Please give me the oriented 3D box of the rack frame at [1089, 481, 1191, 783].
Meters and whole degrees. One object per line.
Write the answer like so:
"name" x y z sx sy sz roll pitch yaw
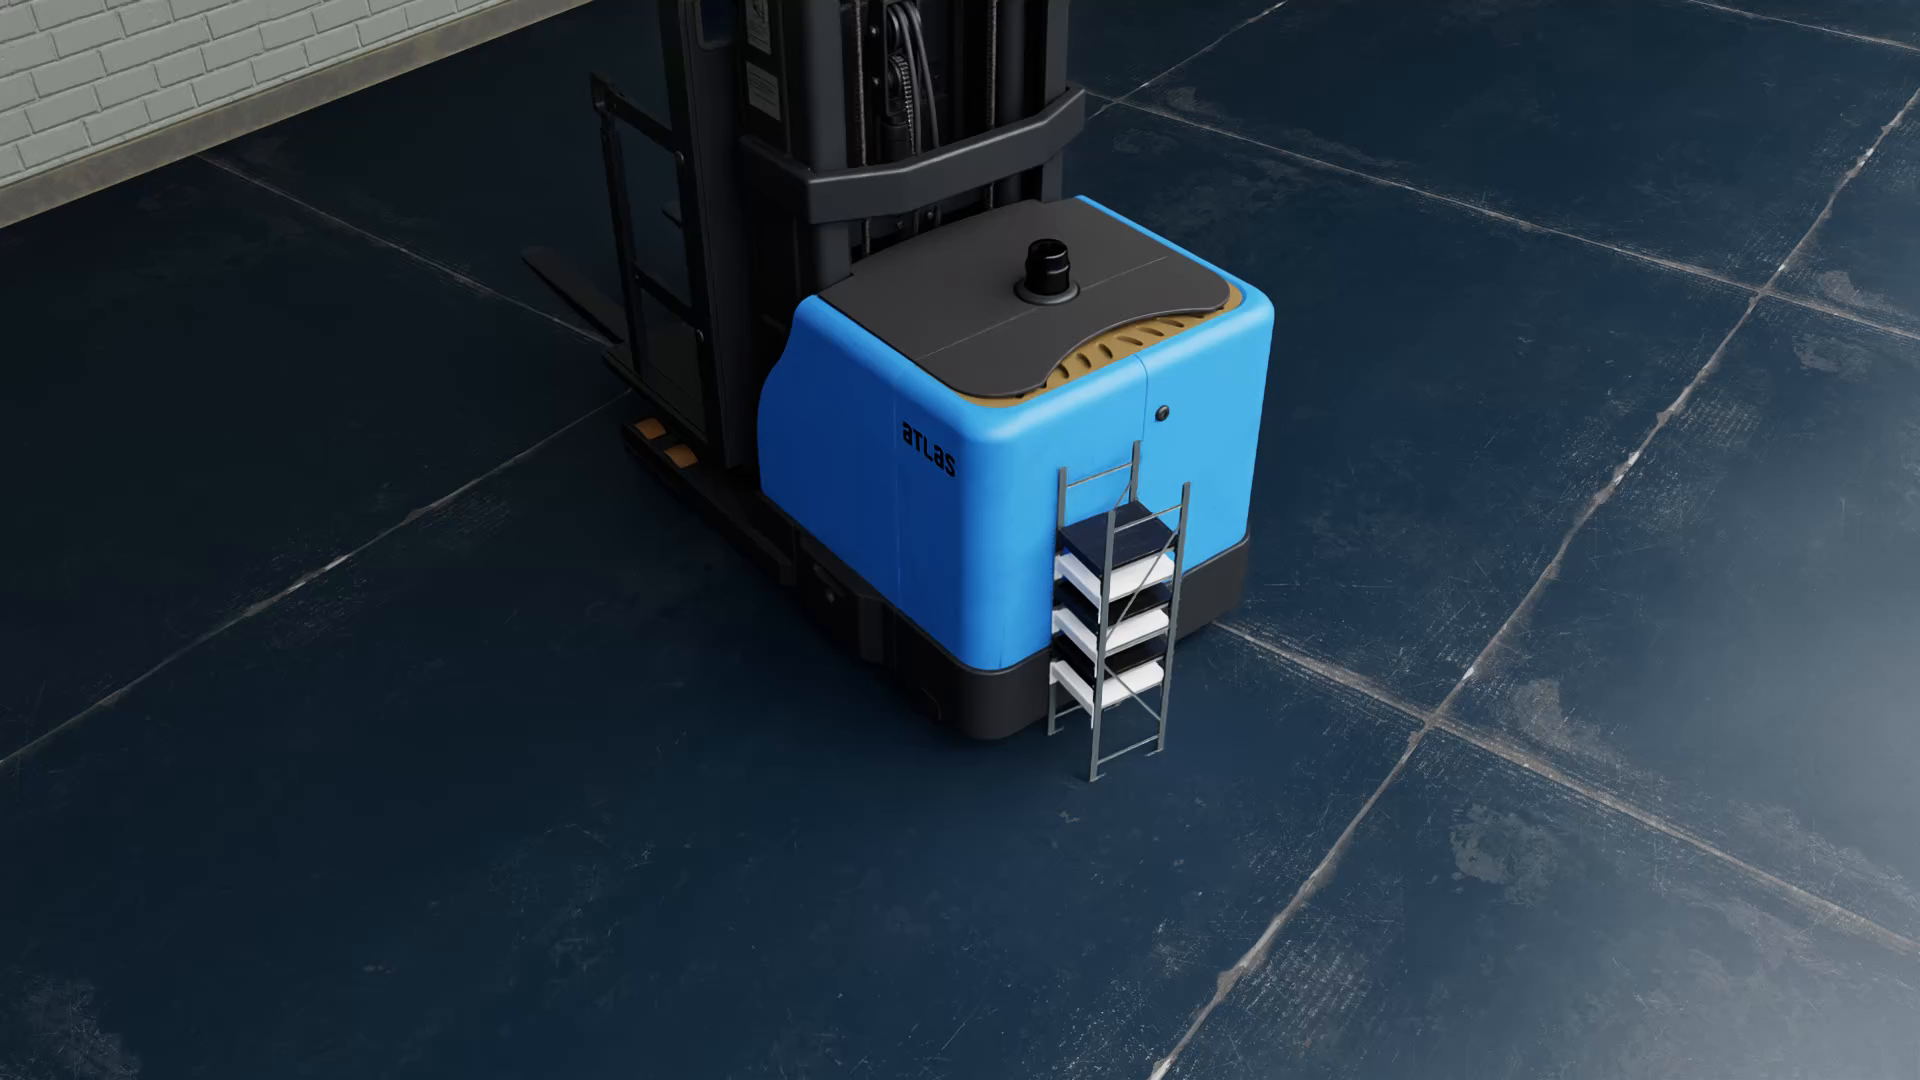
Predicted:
"rack frame" 0.447 0.253 4.197 0.240 0.900 0.006 -20 42 -24

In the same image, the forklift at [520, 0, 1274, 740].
"forklift" -0.467 -1.468 4.748 1.130 2.935 3.031 -26 45 -29

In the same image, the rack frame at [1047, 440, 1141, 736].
"rack frame" 0.343 0.145 4.334 0.240 0.900 0.006 -20 42 -24

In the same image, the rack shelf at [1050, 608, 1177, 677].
"rack shelf" 0.395 0.225 4.286 0.258 0.077 0.200 -20 42 -24

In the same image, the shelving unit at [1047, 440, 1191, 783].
"shelving unit" 0.395 0.199 4.266 0.258 0.900 0.210 -20 42 -24

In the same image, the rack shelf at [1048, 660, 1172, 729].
"rack shelf" 0.395 0.367 4.397 0.258 0.077 0.200 -20 42 -24

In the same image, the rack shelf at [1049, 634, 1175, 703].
"rack shelf" 0.395 0.296 4.342 0.258 0.077 0.200 -20 42 -24

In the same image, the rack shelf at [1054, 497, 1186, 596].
"rack shelf" 0.395 0.013 4.120 0.258 0.077 0.200 -20 42 -24

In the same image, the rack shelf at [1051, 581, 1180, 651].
"rack shelf" 0.395 0.155 4.231 0.258 0.077 0.200 -20 42 -24

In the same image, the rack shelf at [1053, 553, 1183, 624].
"rack shelf" 0.395 0.084 4.175 0.258 0.077 0.200 -20 42 -24
